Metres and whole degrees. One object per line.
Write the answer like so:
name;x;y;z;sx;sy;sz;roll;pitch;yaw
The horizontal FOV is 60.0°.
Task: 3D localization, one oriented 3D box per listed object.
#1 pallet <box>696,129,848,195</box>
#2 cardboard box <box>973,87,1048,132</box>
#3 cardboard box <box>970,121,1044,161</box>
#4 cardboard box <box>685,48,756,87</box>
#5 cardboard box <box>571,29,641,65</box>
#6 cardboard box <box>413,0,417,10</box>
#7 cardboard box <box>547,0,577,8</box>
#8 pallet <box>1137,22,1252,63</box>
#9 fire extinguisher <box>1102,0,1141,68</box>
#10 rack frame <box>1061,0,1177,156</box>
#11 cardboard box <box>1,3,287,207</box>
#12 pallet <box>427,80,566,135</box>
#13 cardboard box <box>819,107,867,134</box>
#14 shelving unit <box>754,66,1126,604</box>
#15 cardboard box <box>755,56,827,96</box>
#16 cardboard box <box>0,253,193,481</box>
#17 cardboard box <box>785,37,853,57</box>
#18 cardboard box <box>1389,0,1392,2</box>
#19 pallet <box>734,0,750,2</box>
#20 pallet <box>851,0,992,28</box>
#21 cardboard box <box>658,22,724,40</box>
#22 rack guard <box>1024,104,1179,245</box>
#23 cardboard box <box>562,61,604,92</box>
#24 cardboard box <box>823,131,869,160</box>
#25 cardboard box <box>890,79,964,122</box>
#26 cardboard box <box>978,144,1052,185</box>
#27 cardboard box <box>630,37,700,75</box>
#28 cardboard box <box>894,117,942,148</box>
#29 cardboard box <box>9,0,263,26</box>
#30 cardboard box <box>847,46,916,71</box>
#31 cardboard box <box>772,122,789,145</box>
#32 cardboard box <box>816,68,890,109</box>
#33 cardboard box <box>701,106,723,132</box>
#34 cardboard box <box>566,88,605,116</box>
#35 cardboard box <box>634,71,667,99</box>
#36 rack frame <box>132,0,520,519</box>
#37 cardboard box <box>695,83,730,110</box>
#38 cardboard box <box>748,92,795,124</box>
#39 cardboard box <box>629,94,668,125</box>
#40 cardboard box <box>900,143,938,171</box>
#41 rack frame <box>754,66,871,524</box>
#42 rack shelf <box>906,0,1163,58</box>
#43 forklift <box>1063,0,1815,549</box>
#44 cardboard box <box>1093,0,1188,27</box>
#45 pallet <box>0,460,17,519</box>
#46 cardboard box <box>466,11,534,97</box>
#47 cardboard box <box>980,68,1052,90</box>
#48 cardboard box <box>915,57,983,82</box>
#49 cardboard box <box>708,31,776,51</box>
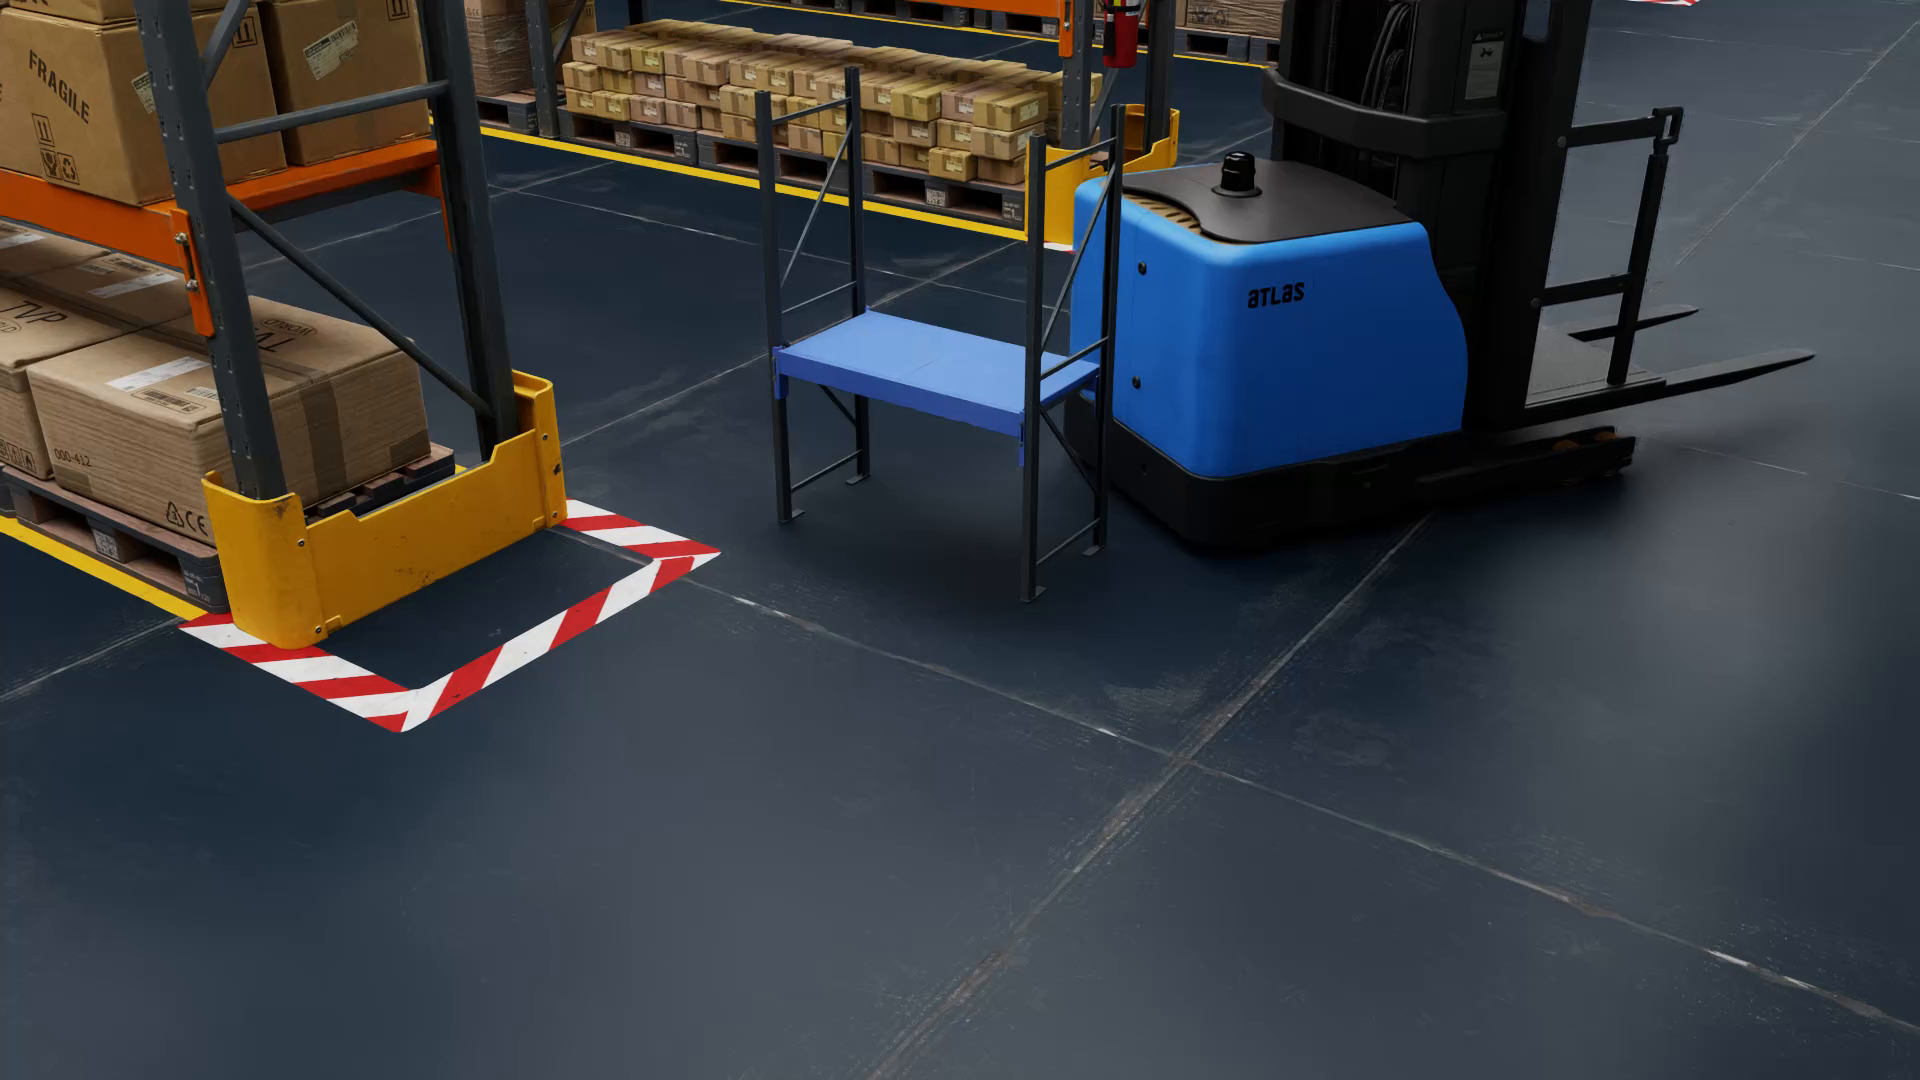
pallet;-0.856;-2.446;10.323;1.213;0.211;1.003;17;32;30
cardboard box;0.278;-2.357;9.098;0.250;0.149;0.380;18;32;31
cardboard box;0.262;-2.212;9.141;0.250;0.149;0.380;16;31;29
cardboard box;-1.451;-2.883;10.132;0.250;0.149;0.380;18;32;31
cardboard box;-2.272;-3.177;10.709;0.250;0.149;0.380;19;32;32
cardboard box;-3.612;-3.802;11.380;0.500;0.250;0.500;19;33;33
cardboard box;-2.899;-3.857;11.487;0.500;0.250;0.500;16;31;28
pallet;2.045;-4.209;13.788;1.213;0.211;1.003;17;32;30
fire extinguisher;0.804;-2.696;8.236;0.183;0.674;0.296;17;32;30
rack frame;0.858;-3.134;8.600;0.127;3.000;1.000;17;32;30
cardboard box;-2.409;-1.327;4.939;0.500;0.500;0.500;18;32;31
pallet;-3.082;-3.117;11.643;1.213;0.211;1.003;17;32;30
cardboard box;-0.602;-2.473;9.654;0.250;0.149;0.380;18;32;31
shelving unit;-0.070;-0.690;5.453;1.048;1.500;0.538;17;32;30
cardboard box;-0.999;-2.766;9.902;0.250;0.149;0.380;17;32;31
cardboard box;-3.221;-0.666;6.114;0.875;0.438;0.875;18;32;32
cardboard box;-0.882;-3.041;10.443;0.250;0.149;0.380;16;31;29
cardboard box;3.177;-4.337;12.844;0.875;0.875;0.875;17;32;30
pallet;-2.237;-5.543;16.409;1.213;0.211;1.003;17;32;30
pallet;-0.226;-4.916;15.178;1.213;0.211;1.003;17;32;30
cardboard box;-1.765;-3.298;10.947;0.250;0.149;0.380;18;32;31
rack guard;0.796;-2.039;9.206;0.348;0.500;1.175;17;32;30
cardboard box;-2.321;-2.997;10.685;0.250;0.149;0.380;19;33;33
cardboard box;-0.589;-2.336;9.714;0.250;0.149;0.380;16;31;28
cardboard box;-0.182;-2.462;9.304;0.250;0.149;0.380;17;31;29
cardboard box;0.306;-2.107;9.264;0.250;0.149;0.380;18;32;31
cardboard box;-1.842;-3.037;10.435;0.250;0.149;0.380;17;31;30
cardboard box;-0.168;-2.344;9.402;0.250;0.149;0.380;16;31;28
cardboard box;-2.393;-1.782;4.732;0.500;0.500;0.500;18;32;32
cardboard box;-0.477;-2.908;10.180;0.250;0.149;0.380;18;32;31
cardboard box;-0.969;-2.507;10.049;0.250;0.149;0.380;18;32;32
cardboard box;-0.612;-2.600;9.576;0.250;0.149;0.380;19;32;32
cardboard box;-1.388;-2.649;10.327;0.250;0.149;0.380;16;31;28
cardboard box;-2.321;-2.864;10.750;0.250;0.149;0.380;16;31;28
cardboard box;-1.841;-2.917;10.526;0.250;0.149;0.380;17;32;30
rack frame;-1.861;-1.257;4.913;0.127;3.000;1.000;17;32;30
cardboard box;-1.406;-2.767;10.232;0.250;0.149;0.380;19;33;33
cardboard box;-1.045;-2.606;9.915;0.250;0.149;0.380;18;32;31
cardboard box;-1.867;-2.751;10.529;0.250;0.149;0.380;17;32;30
cardboard box;-0.132;-2.236;9.516;0.250;0.149;0.380;17;32;30
rack frame;-0.489;-0.821;5.709;0.032;1.500;0.500;17;32;30
rack shelf;-0.790;-3.327;9.773;4.000;0.370;1.077;17;32;30
forklift;1.952;-1.712;5.882;3.031;2.935;1.130;-12;29;-22
cardboard box;1.693;-4.799;13.752;0.875;0.875;0.875;17;32;30
pallet;-3.566;-0.504;6.508;1.213;0.211;1.003;17;32;30
cardboard box;-3.192;-3.330;11.279;0.500;0.500;0.500;17;31;29
cardboard box;0.323;-2.603;9.582;0.250;0.149;0.380;18;32;31
cardboard box;-0.063;-2.748;9.867;0.250;0.149;0.380;16;31;28
cardboard box;-1.386;-3.141;10.638;0.250;0.149;0.380;18;32;32
